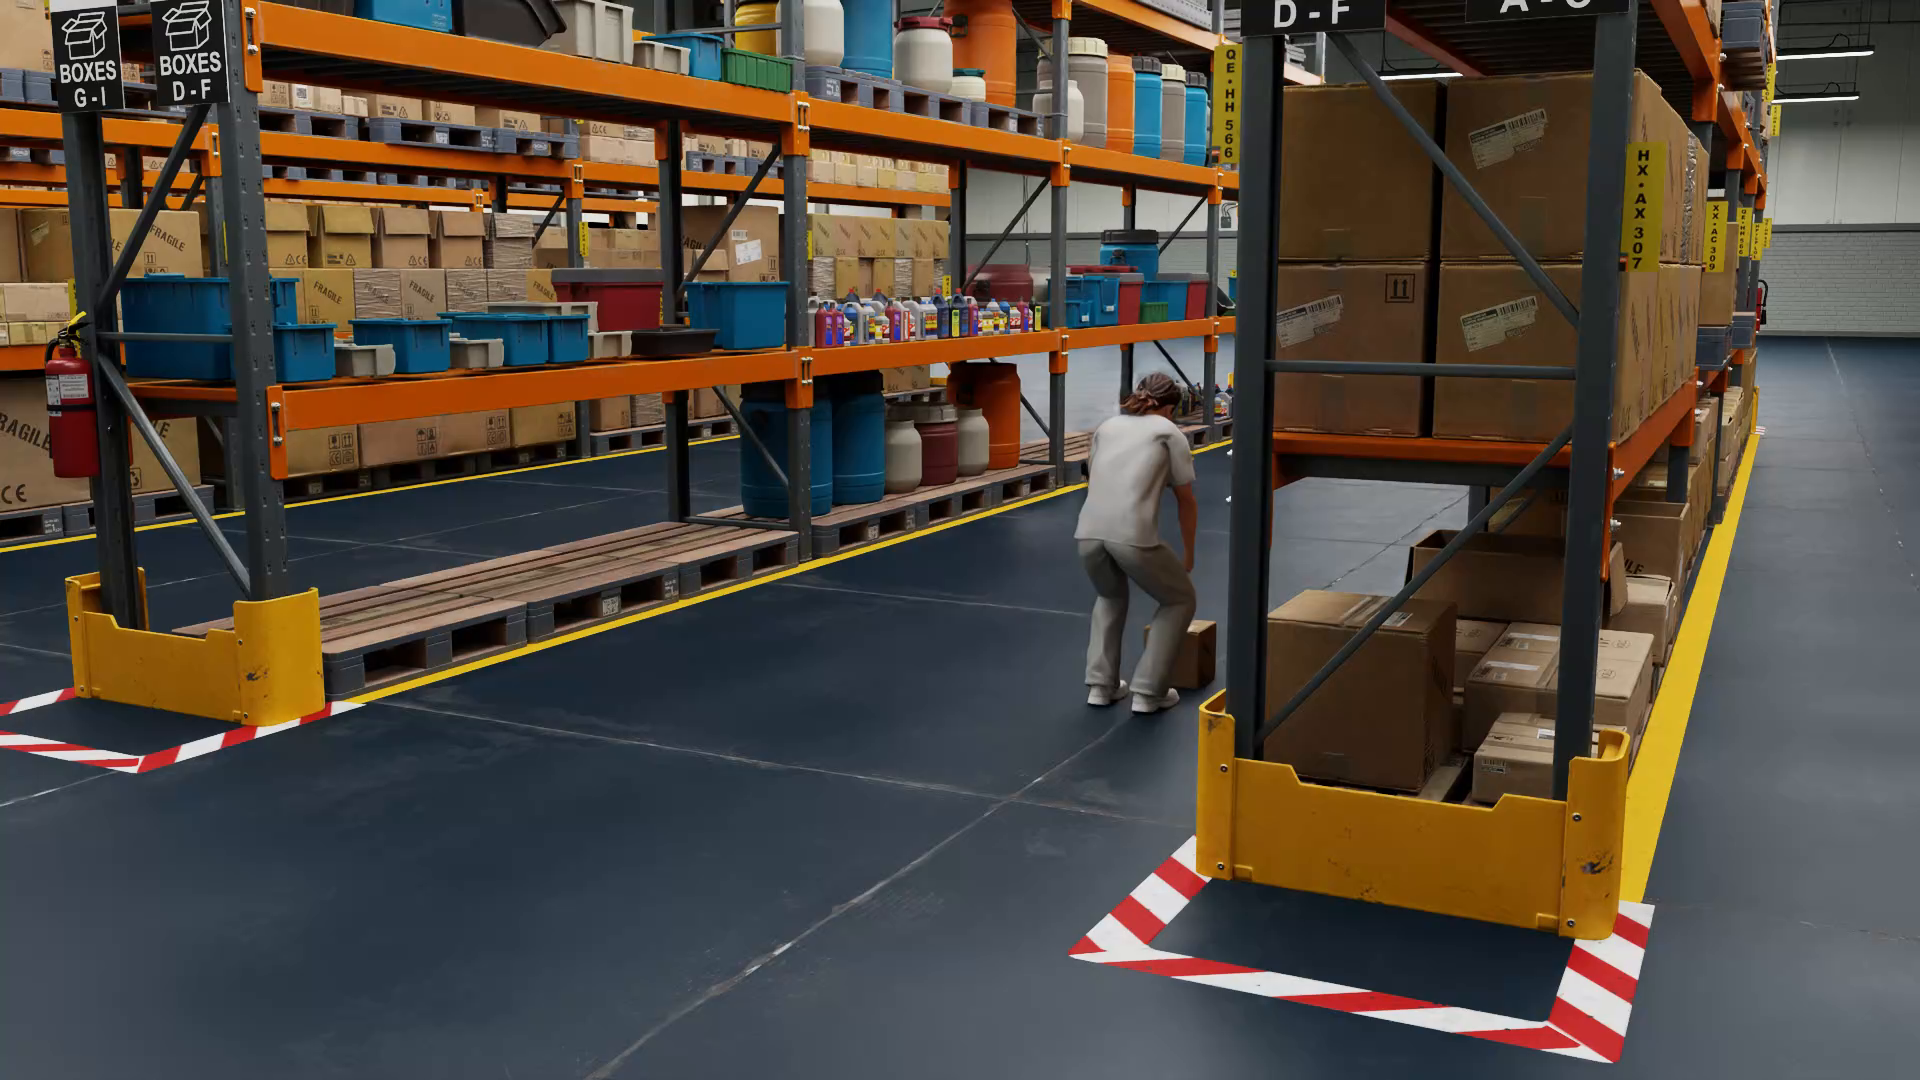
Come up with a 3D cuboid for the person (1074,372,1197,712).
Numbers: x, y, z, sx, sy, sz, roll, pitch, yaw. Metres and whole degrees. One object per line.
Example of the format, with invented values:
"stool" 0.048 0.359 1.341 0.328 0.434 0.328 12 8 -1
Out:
"person" 0.710 0.001 6.872 0.491 1.362 0.652 6 11 34
